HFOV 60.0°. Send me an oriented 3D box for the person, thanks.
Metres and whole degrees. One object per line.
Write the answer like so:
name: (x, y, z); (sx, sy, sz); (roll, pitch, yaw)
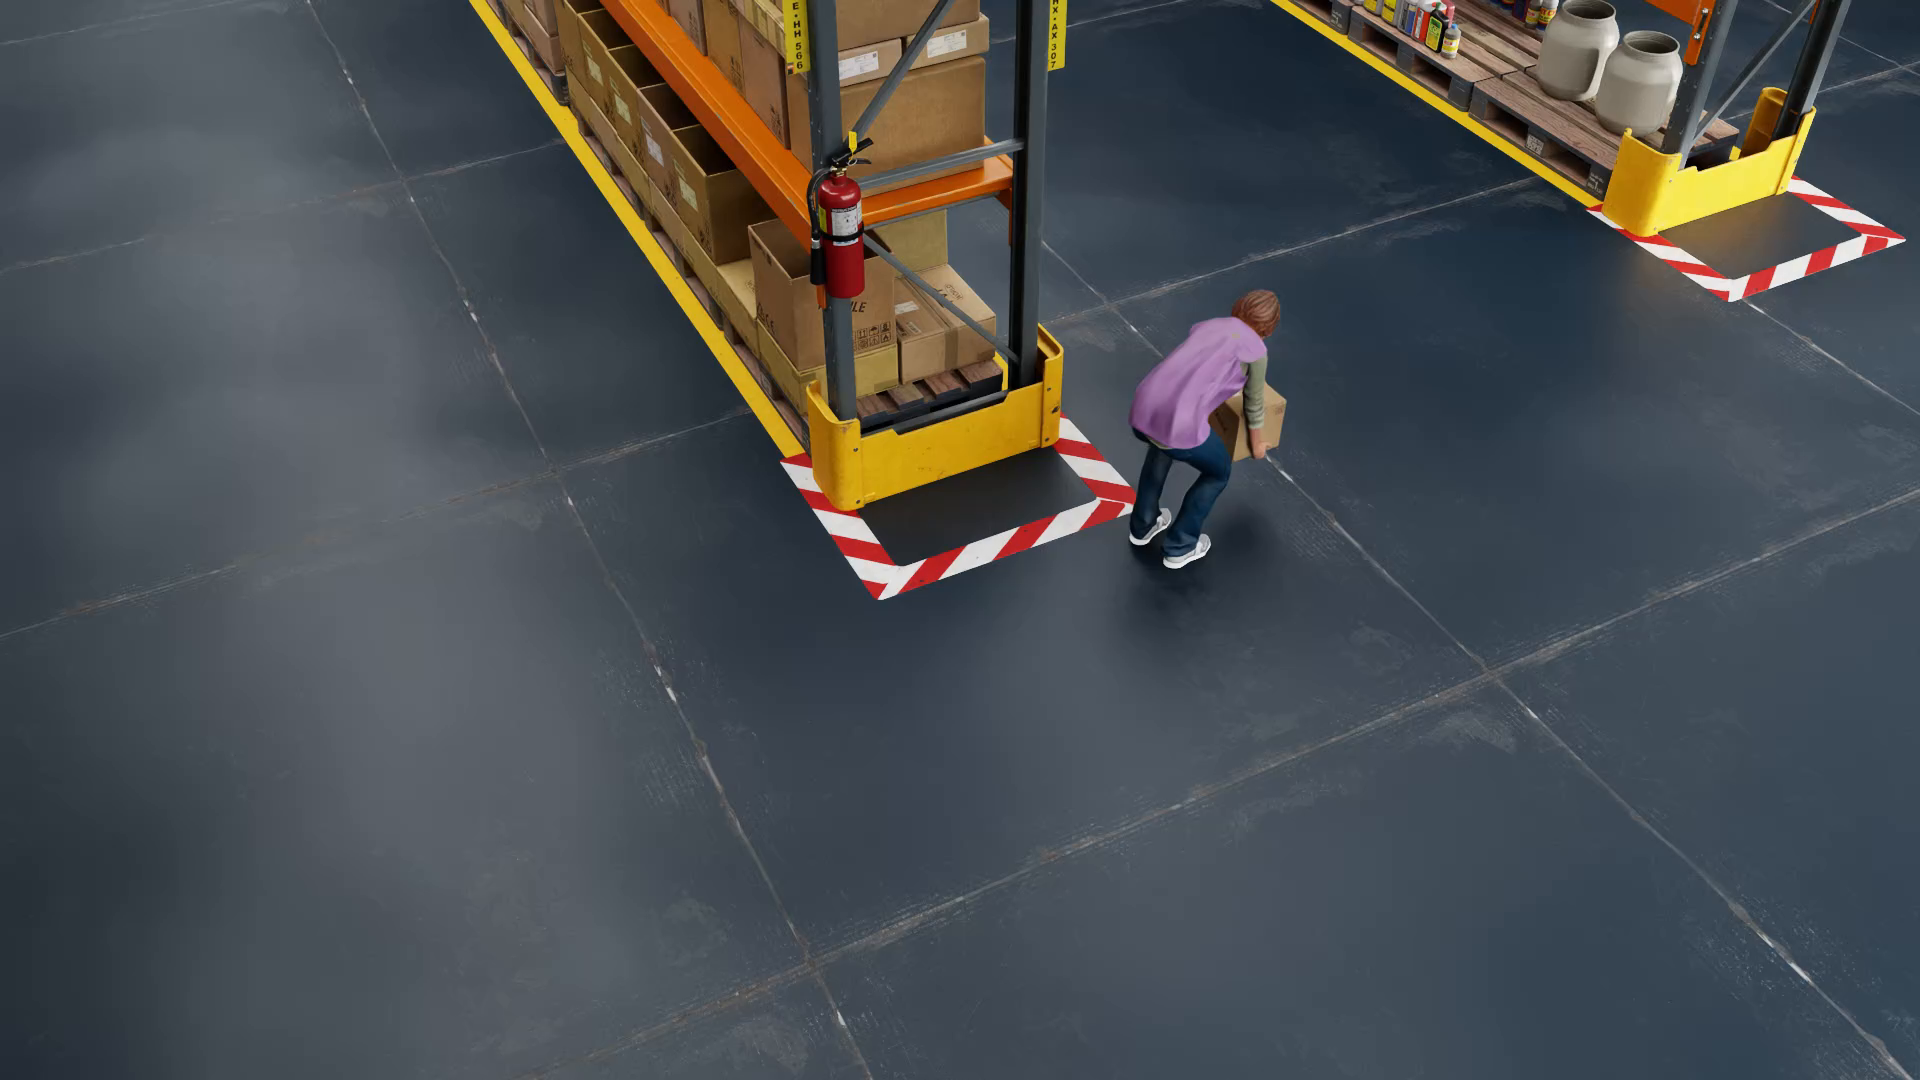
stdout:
person: (1.043, -0.462, 7.072); (0.395, 1.080, 0.850); (32, 51, 31)
